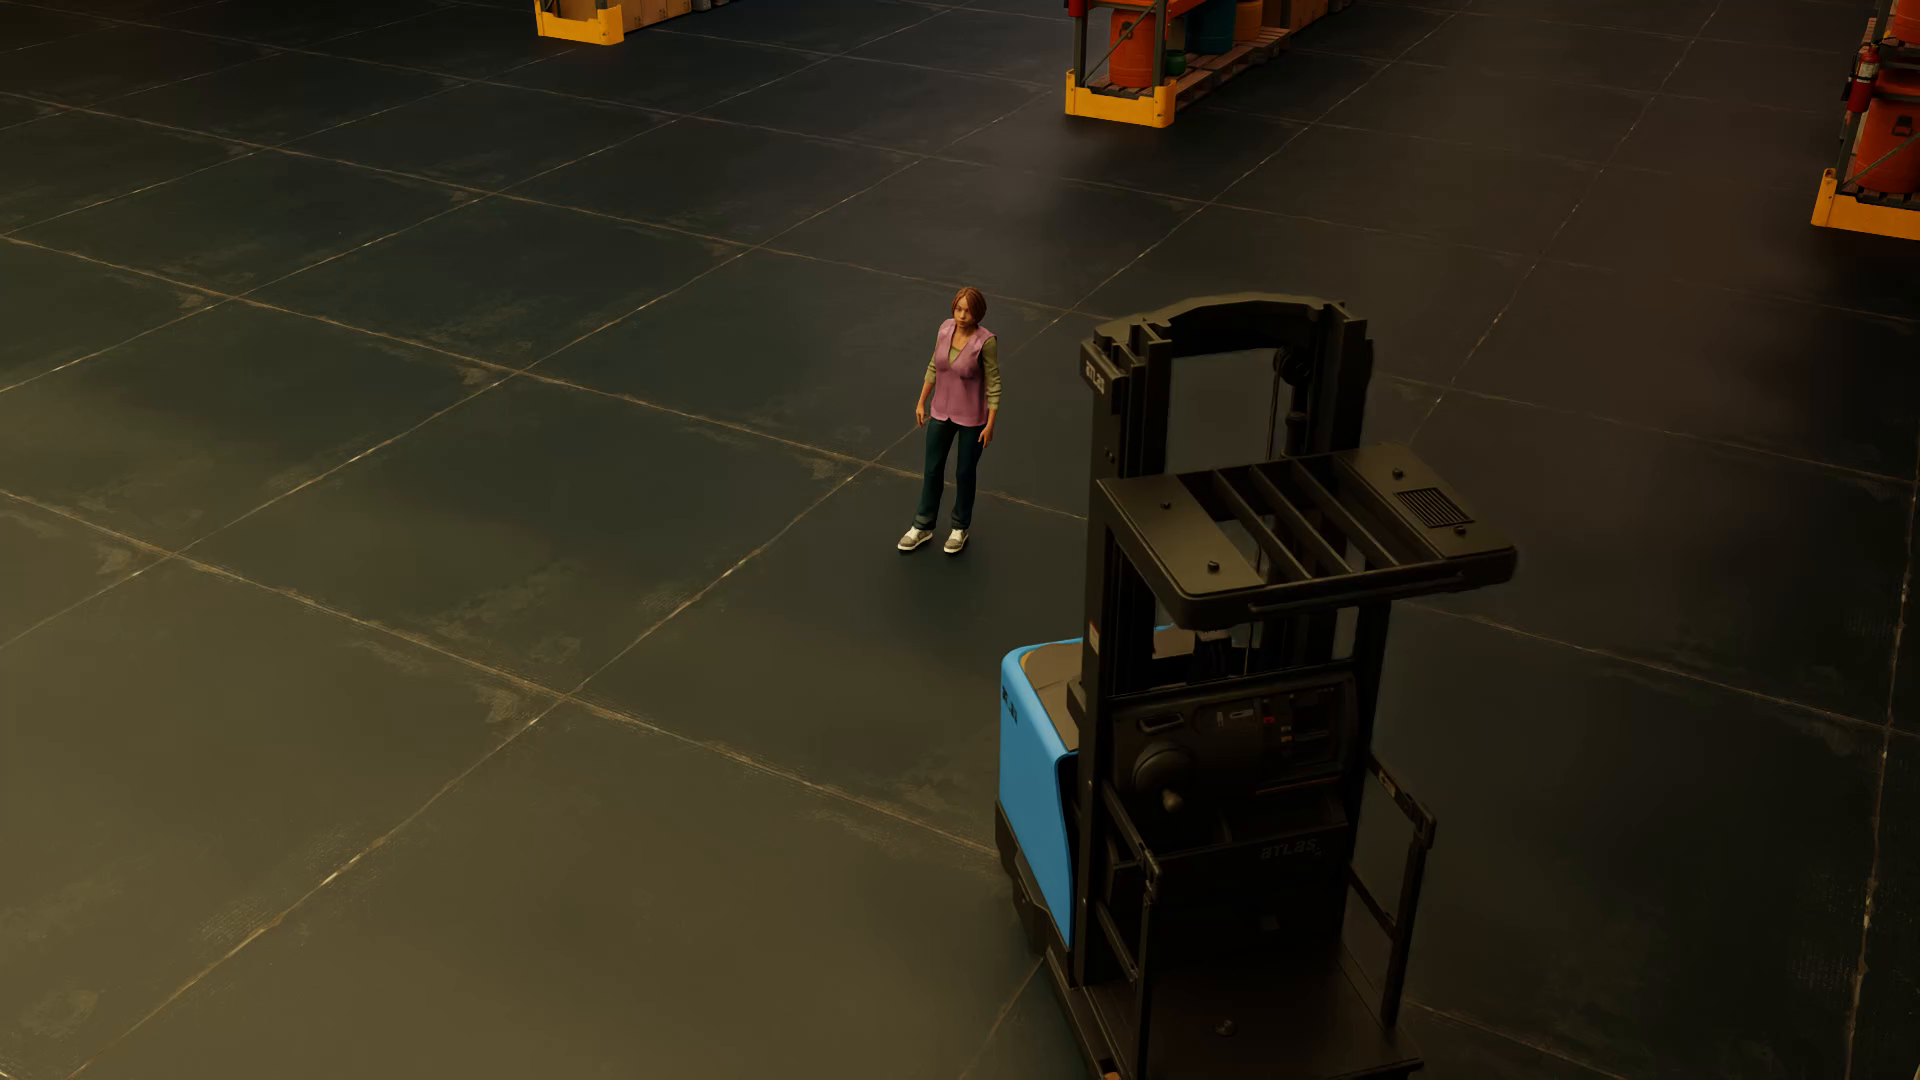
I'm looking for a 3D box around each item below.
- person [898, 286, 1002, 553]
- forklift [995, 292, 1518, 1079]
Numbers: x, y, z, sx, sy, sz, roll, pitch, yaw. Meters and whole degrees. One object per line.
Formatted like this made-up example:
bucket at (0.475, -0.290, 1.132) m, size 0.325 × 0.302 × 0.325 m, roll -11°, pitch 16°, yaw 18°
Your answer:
person at (-0.048, -0.669, 9.550) m, size 0.520 × 1.597 × 0.476 m, roll 15°, pitch 33°, yaw 25°
forklift at (1.042, 0.768, 5.739) m, size 1.130 × 2.935 × 3.031 m, roll -8°, pitch 31°, yaw -13°
